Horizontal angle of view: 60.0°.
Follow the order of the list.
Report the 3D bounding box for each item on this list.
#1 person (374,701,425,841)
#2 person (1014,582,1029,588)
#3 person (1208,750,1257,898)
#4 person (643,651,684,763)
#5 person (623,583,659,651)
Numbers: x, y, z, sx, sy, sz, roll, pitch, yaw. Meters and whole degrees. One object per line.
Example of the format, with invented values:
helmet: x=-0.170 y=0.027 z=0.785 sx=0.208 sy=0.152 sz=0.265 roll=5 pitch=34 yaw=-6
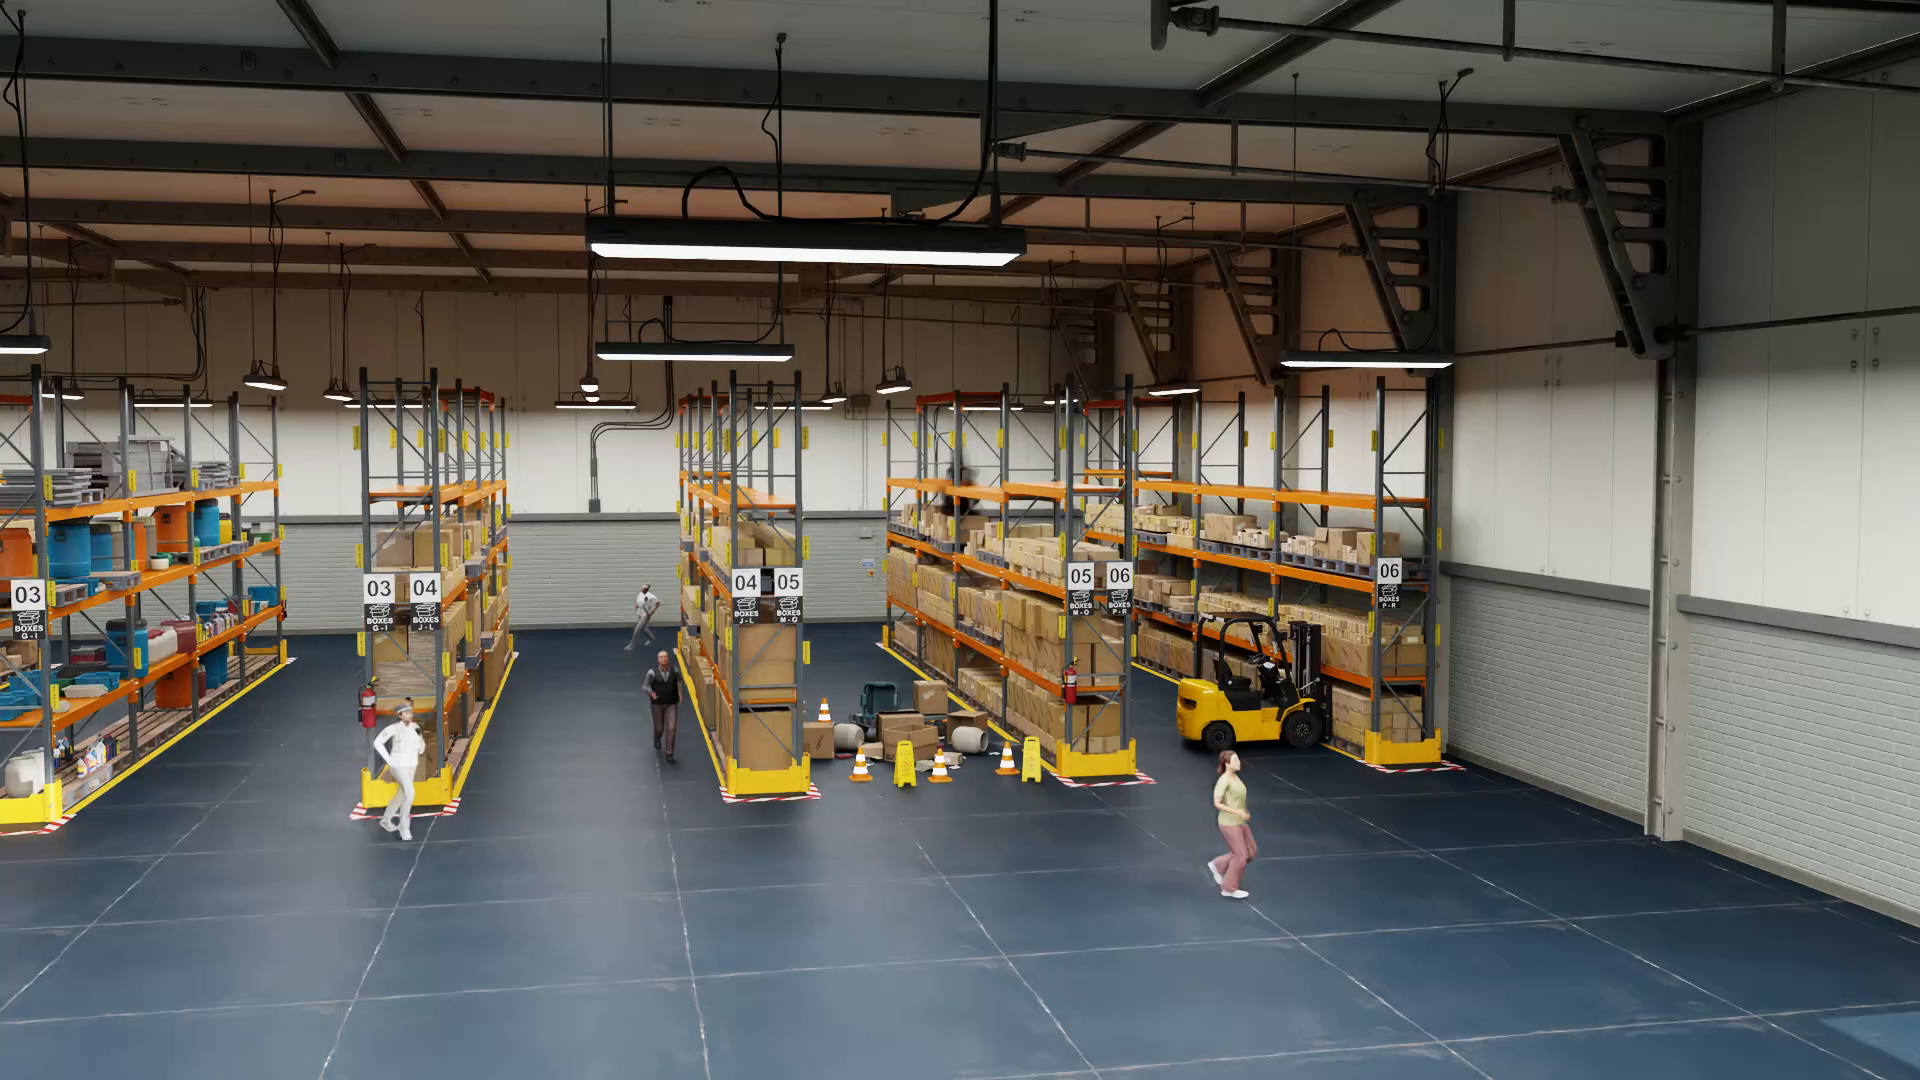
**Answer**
person: x=-7.075 y=2.909 z=21.102 sx=0.648 sy=1.755 sz=0.635 roll=2 pitch=4 yaw=29
person: x=1.262 y=1.672 z=36.264 sx=0.704 sy=1.831 sz=0.965 roll=-1 pitch=3 yaw=-13
person: x=2.969 y=3.102 z=18.225 sx=0.562 sy=1.620 sz=0.577 roll=2 pitch=4 yaw=30
person: x=-4.642 y=2.595 z=26.110 sx=0.672 sy=1.709 sz=0.900 roll=-1 pitch=4 yaw=-18
person: x=-7.555 y=1.815 z=39.848 sx=0.680 sy=1.632 sz=0.964 roll=3 pitch=4 yaw=37
